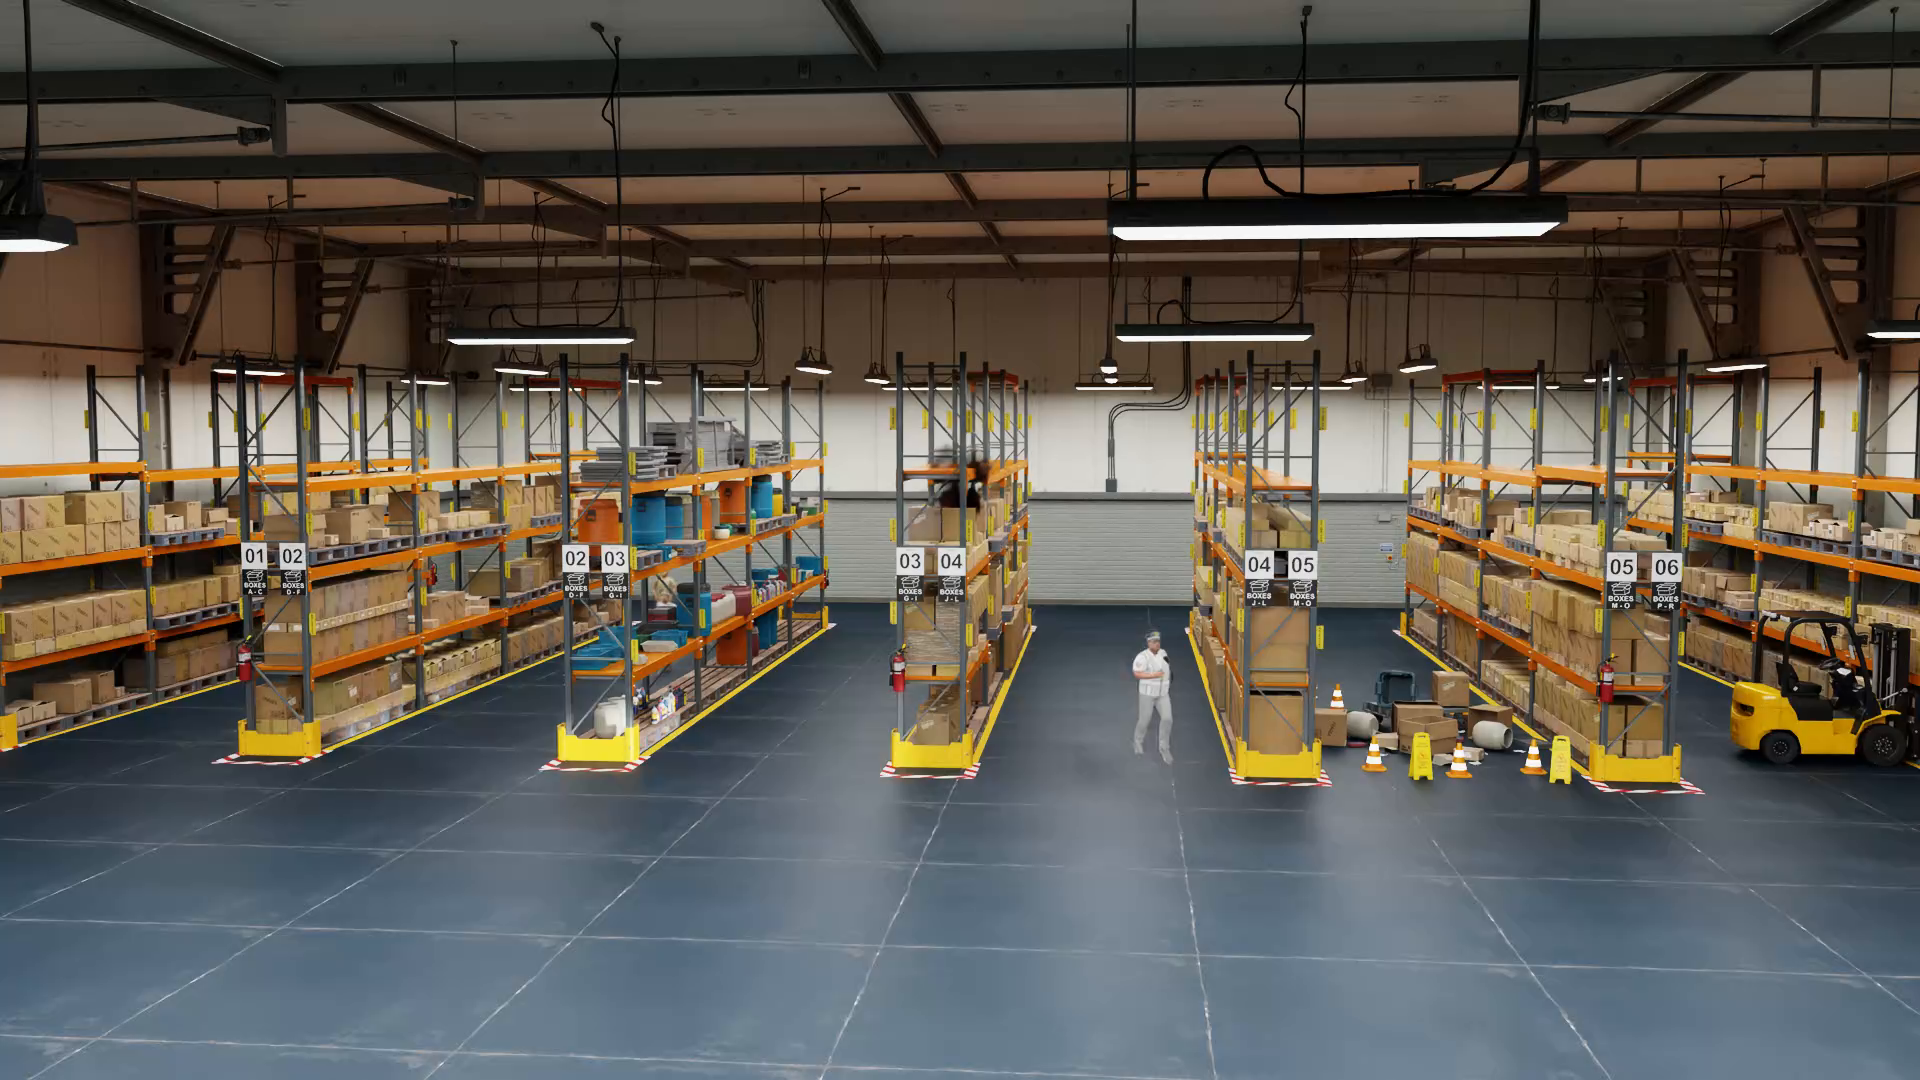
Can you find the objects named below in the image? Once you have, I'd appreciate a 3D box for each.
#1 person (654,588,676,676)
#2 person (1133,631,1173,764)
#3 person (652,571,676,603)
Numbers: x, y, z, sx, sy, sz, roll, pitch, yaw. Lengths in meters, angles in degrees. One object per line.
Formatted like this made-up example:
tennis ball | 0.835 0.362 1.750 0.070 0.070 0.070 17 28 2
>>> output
person | -5.855 1.825 32.959 0.593 1.754 0.754 0 4 -2
person | 2.721 2.203 23.532 0.678 1.857 0.811 -2 4 -22
person | -6.917 1.427 38.871 0.565 1.624 0.548 0 4 -6
